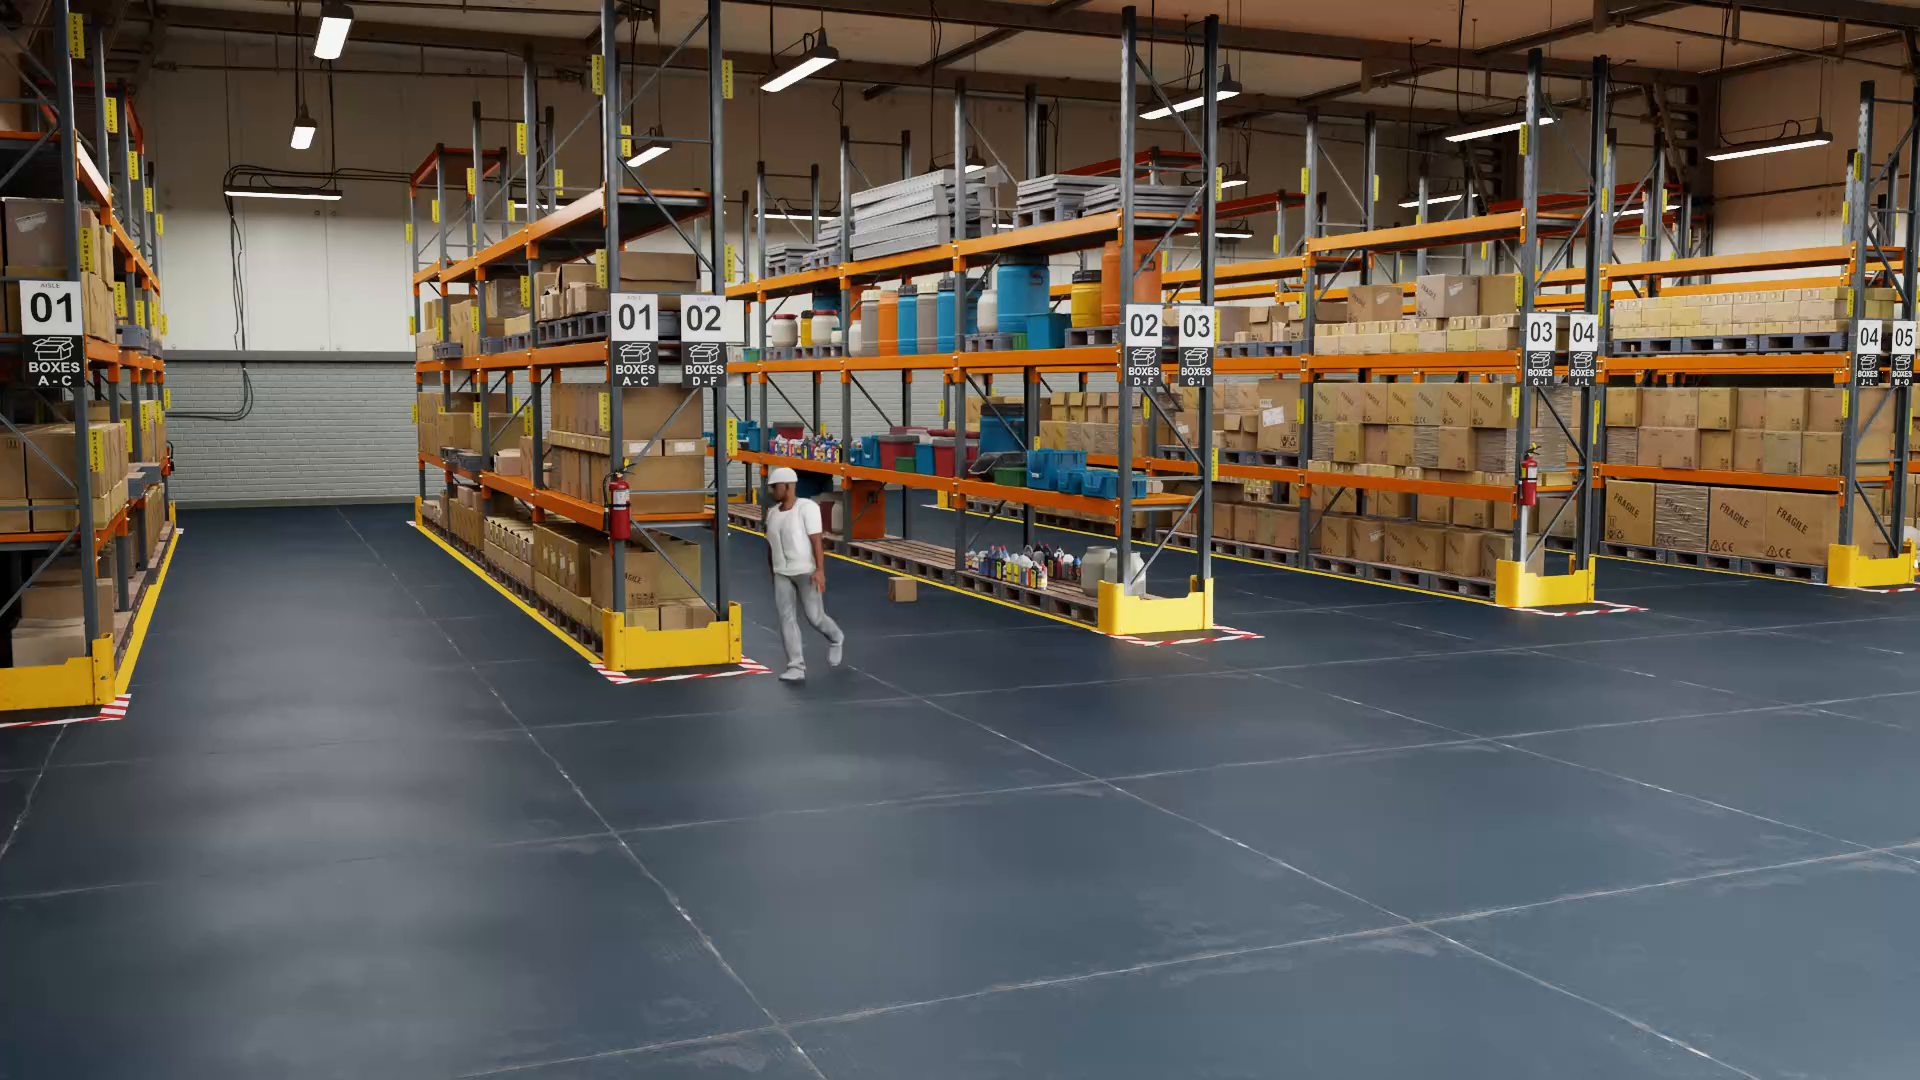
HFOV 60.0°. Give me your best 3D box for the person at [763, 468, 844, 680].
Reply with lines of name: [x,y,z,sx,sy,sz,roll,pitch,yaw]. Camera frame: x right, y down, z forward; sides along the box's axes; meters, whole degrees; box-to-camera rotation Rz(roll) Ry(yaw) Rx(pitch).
person: [-1.316,0.268,13.765,0.669,1.733,0.847,3,6,29]
